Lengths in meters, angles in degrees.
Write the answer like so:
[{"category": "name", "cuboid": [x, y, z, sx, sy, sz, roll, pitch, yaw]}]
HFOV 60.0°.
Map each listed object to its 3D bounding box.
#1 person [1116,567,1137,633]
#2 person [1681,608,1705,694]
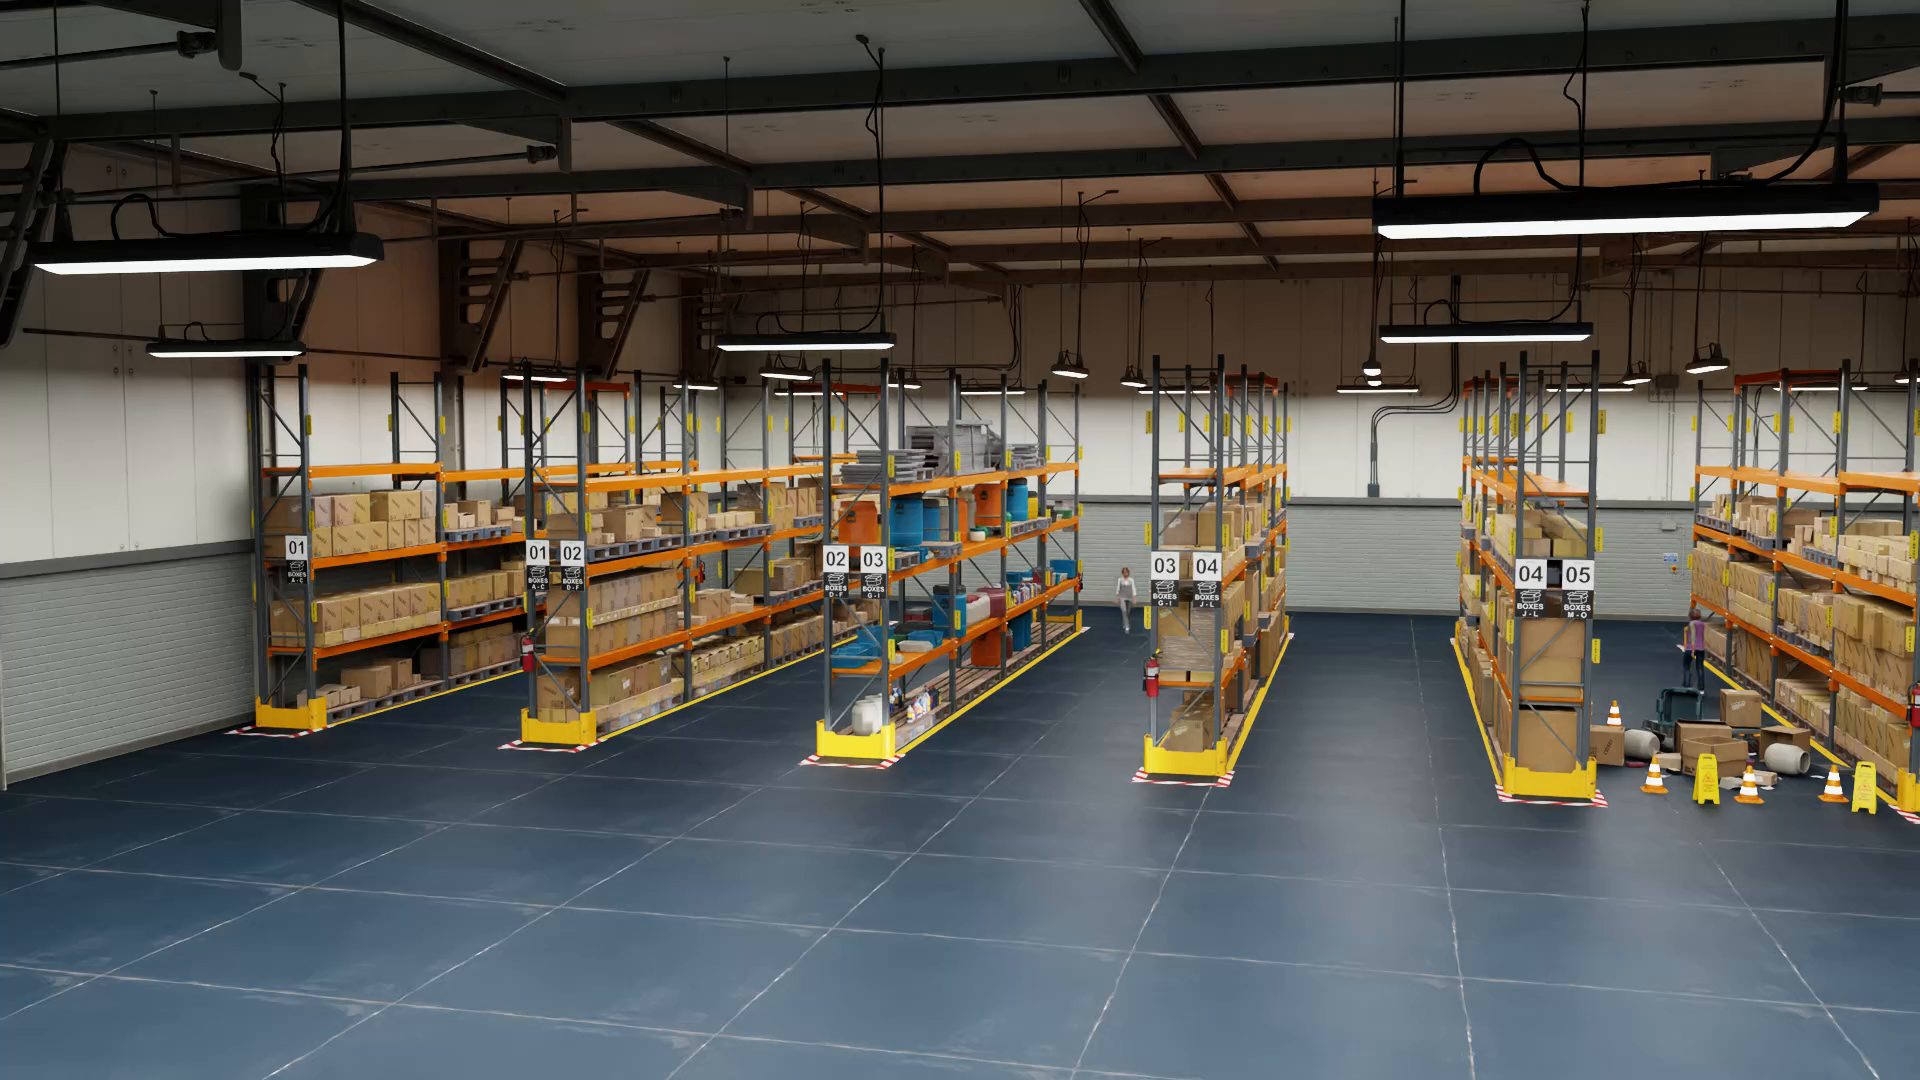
[{"category": "person", "cuboid": [4.034, 1.434, 40.171, 0.454, 1.541, 0.938, -1, 4, -10]}, {"category": "person", "cuboid": [13.721, 2.087, 30.984, 0.406, 1.615, 0.635, 0, 4, -5]}]
